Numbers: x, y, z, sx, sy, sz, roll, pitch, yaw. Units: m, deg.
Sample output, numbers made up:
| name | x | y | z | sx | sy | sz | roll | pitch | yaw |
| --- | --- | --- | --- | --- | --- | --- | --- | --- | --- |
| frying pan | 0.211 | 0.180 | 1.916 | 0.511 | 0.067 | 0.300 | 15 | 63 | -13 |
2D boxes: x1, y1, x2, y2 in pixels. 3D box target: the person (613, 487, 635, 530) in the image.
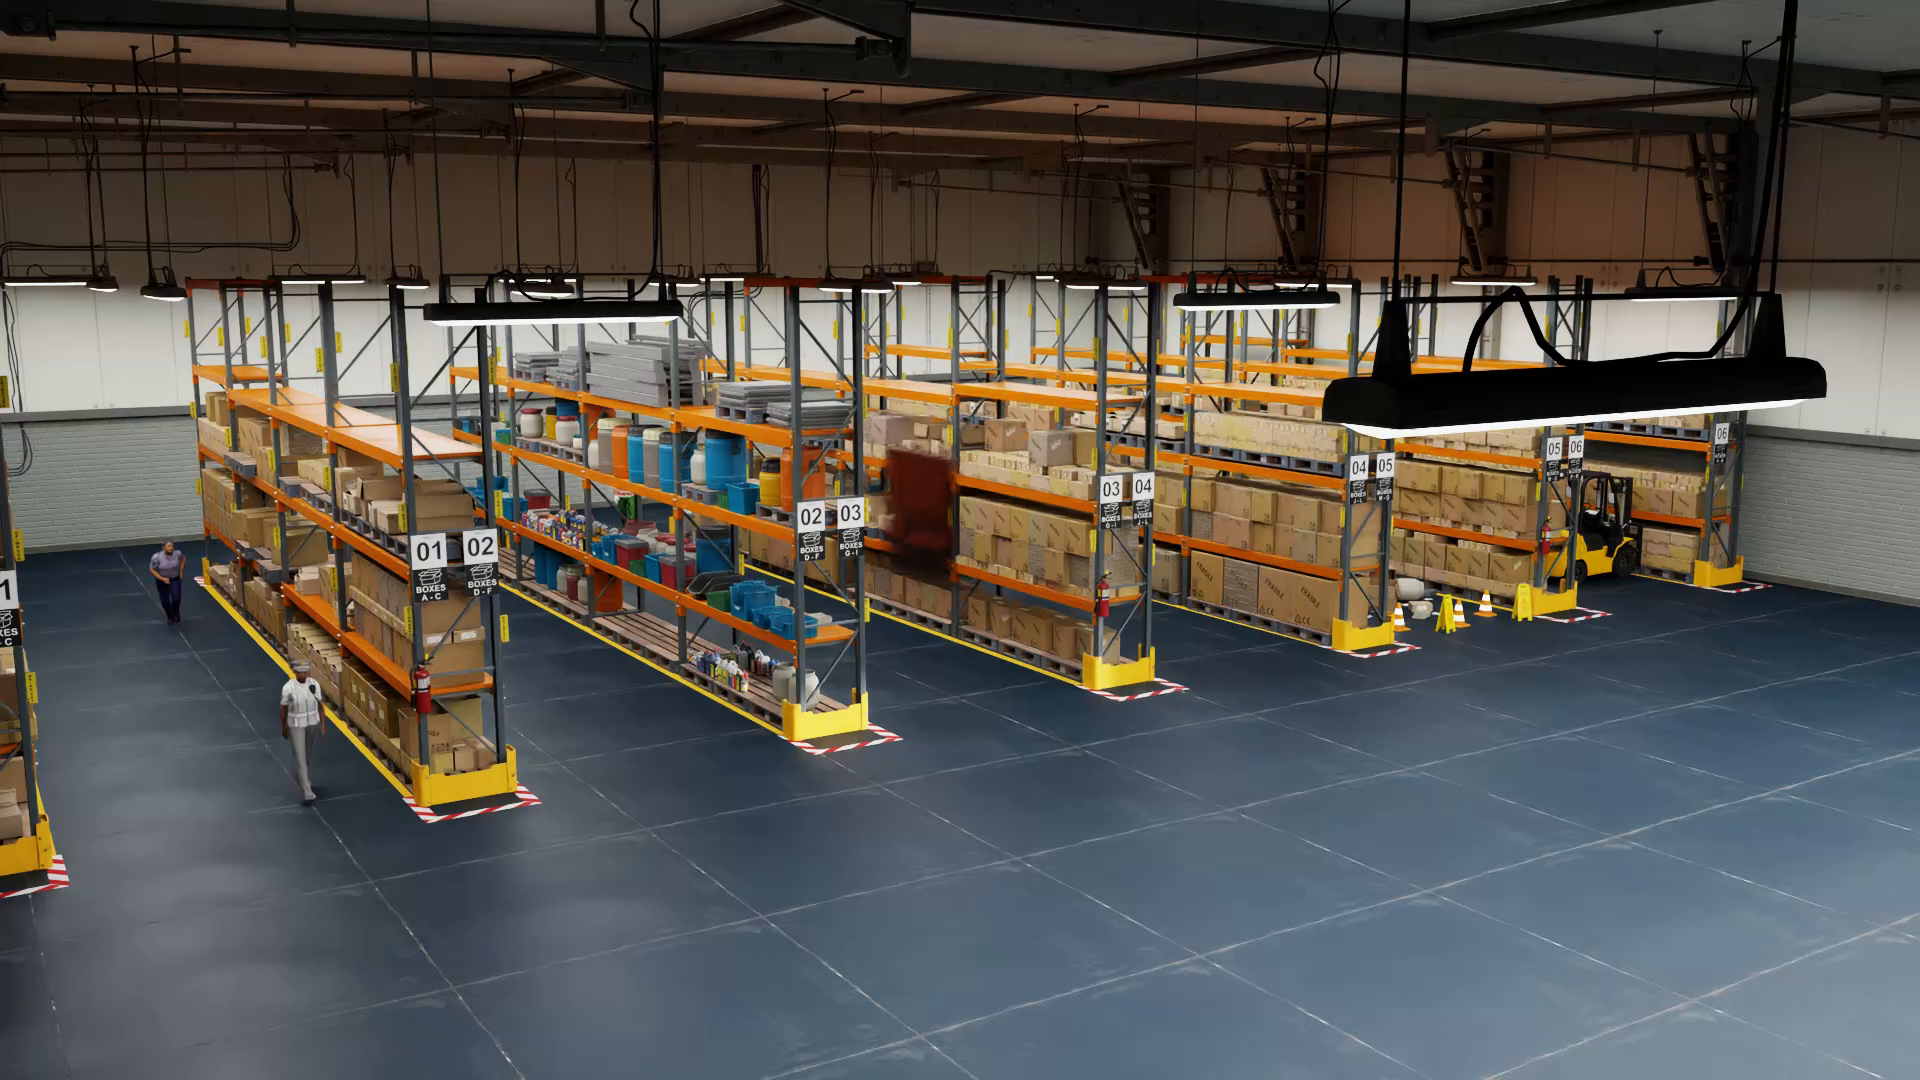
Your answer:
| name | x | y | z | sx | sy | sz | roll | pitch | yaw |
| --- | --- | --- | --- | --- | --- | --- | --- | --- | --- |
| person | -7.768 | -1.017 | 38.665 | 0.565 | 1.718 | 1.031 | -2 | 10 | -13 |

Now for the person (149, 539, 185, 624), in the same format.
| name | x | y | z | sx | sy | sz | roll | pitch | yaw |
| --- | --- | --- | --- | --- | --- | --- | --- | --- | --- |
| person | -13.792 | 0.730 | 28.993 | 0.559 | 1.558 | 0.745 | -4 | 10 | -22 |

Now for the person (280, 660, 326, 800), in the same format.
| name | x | y | z | sx | sy | sz | roll | pitch | yaw |
| --- | --- | --- | --- | --- | --- | --- | --- | --- | --- |
| person | -7.796 | 2.215 | 19.820 | 0.970 | 1.623 | 0.469 | 9 | 13 | 44 |

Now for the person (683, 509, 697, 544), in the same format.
| name | x | y | z | sx | sy | sz | roll | pitch | yaw |
| --- | --- | --- | --- | --- | --- | --- | --- | --- | --- |
| person | -5.659 | -0.201 | 34.488 | 0.441 | 1.536 | 0.994 | -6 | 11 | -33 |
